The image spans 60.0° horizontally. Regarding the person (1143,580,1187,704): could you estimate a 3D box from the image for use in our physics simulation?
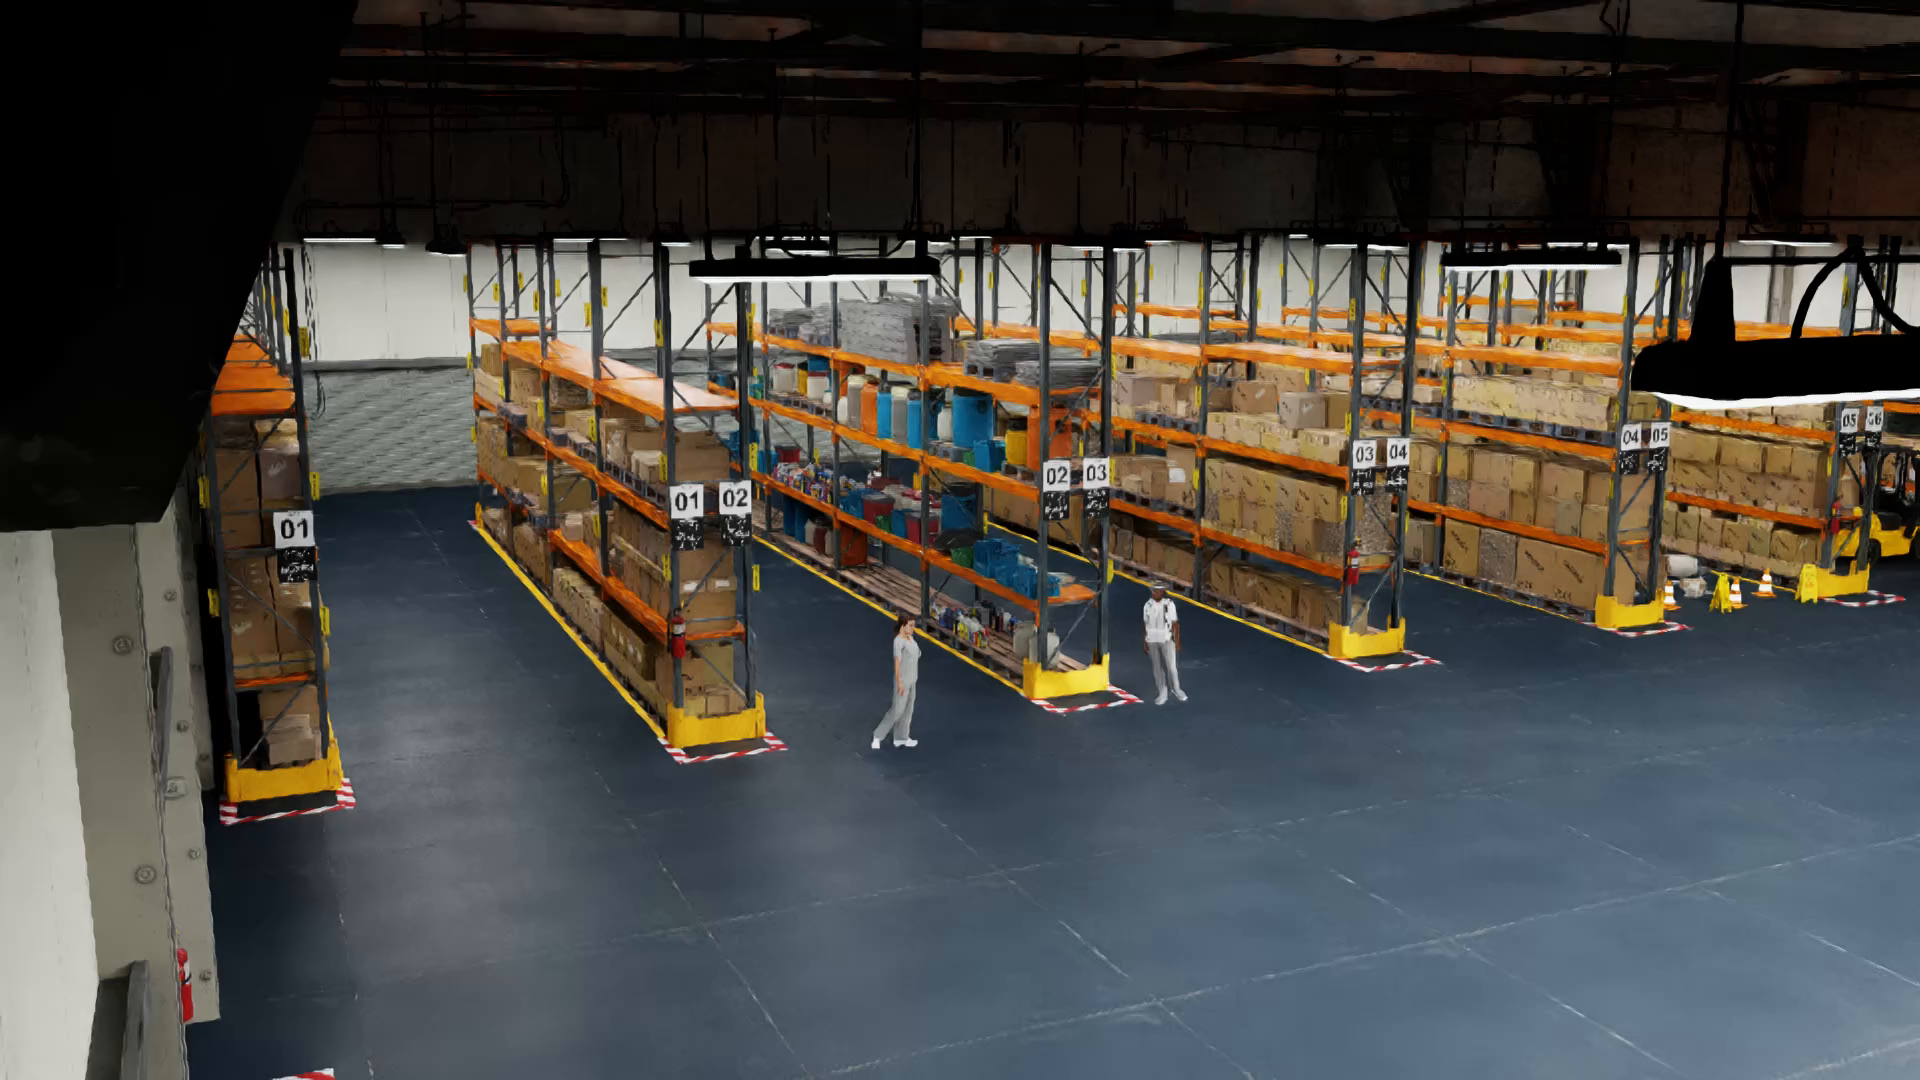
[{"bbox_3d":[2.700,1.329,21.889,0.588,1.667,0.461,4,12,19],"label":"person"}]

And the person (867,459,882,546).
[{"bbox_3d":[-1.631,-0.743,32.470,0.366,1.680,0.586,-9,14,-39],"label":"person"}]

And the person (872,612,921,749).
[{"bbox_3d":[-0.780,1.704,19.976,0.495,1.665,0.649,5,12,25],"label":"person"}]

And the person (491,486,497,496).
[{"bbox_3d":[-10.409,-1.852,38.104,0.686,1.715,0.834,-9,14,-39],"label":"person"}]
